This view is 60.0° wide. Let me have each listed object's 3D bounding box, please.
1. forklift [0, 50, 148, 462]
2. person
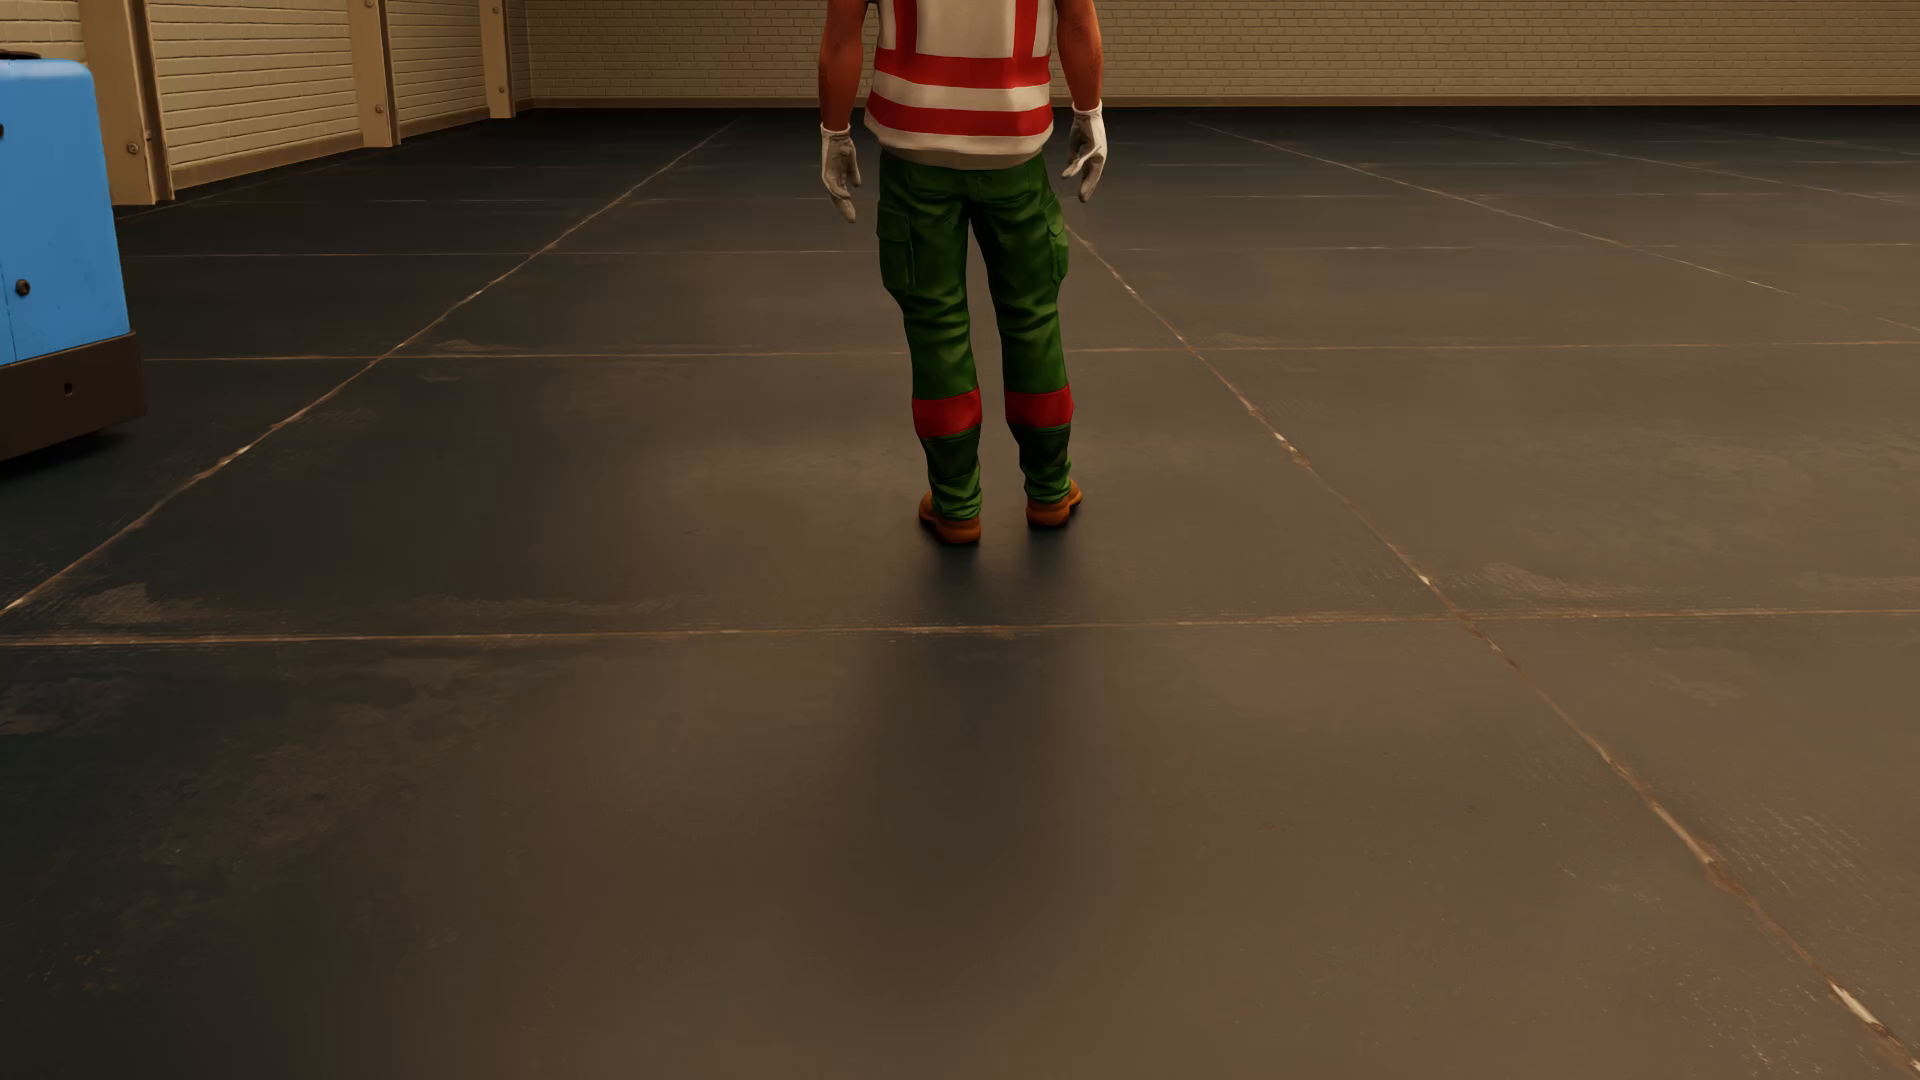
[{"bbox_3d":[-3.956,-1.663,4.345,3.031,2.935,1.130,4,17,11],"label":"forklift"},{"bbox_3d":[0.008,-0.887,3.732,0.637,1.790,0.562,-1,17,-3],"label":"person"}]
